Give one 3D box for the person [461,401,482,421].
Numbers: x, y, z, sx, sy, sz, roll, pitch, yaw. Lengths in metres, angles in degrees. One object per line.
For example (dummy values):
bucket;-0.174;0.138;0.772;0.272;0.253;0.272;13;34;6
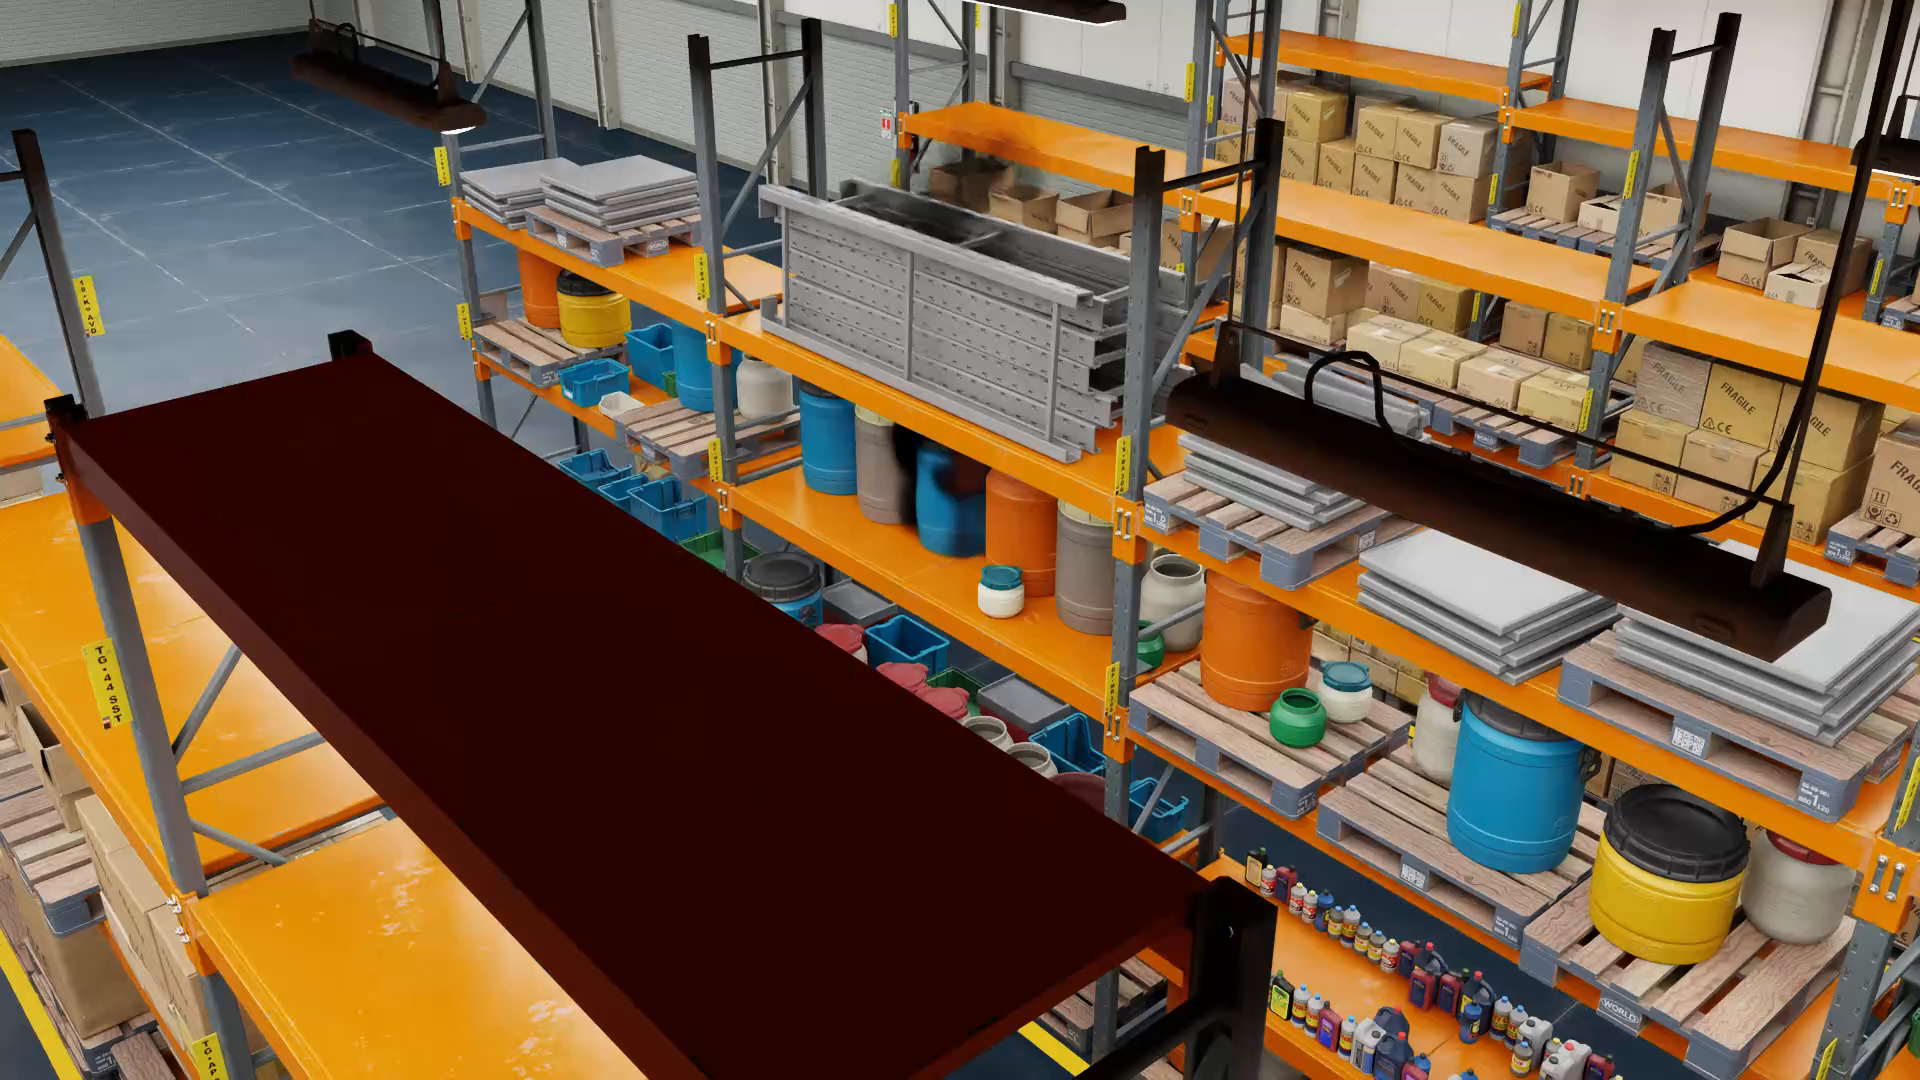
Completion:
person;-4.893;-0.677;17.137;0.679;1.620;0.630;-7;28;-13
